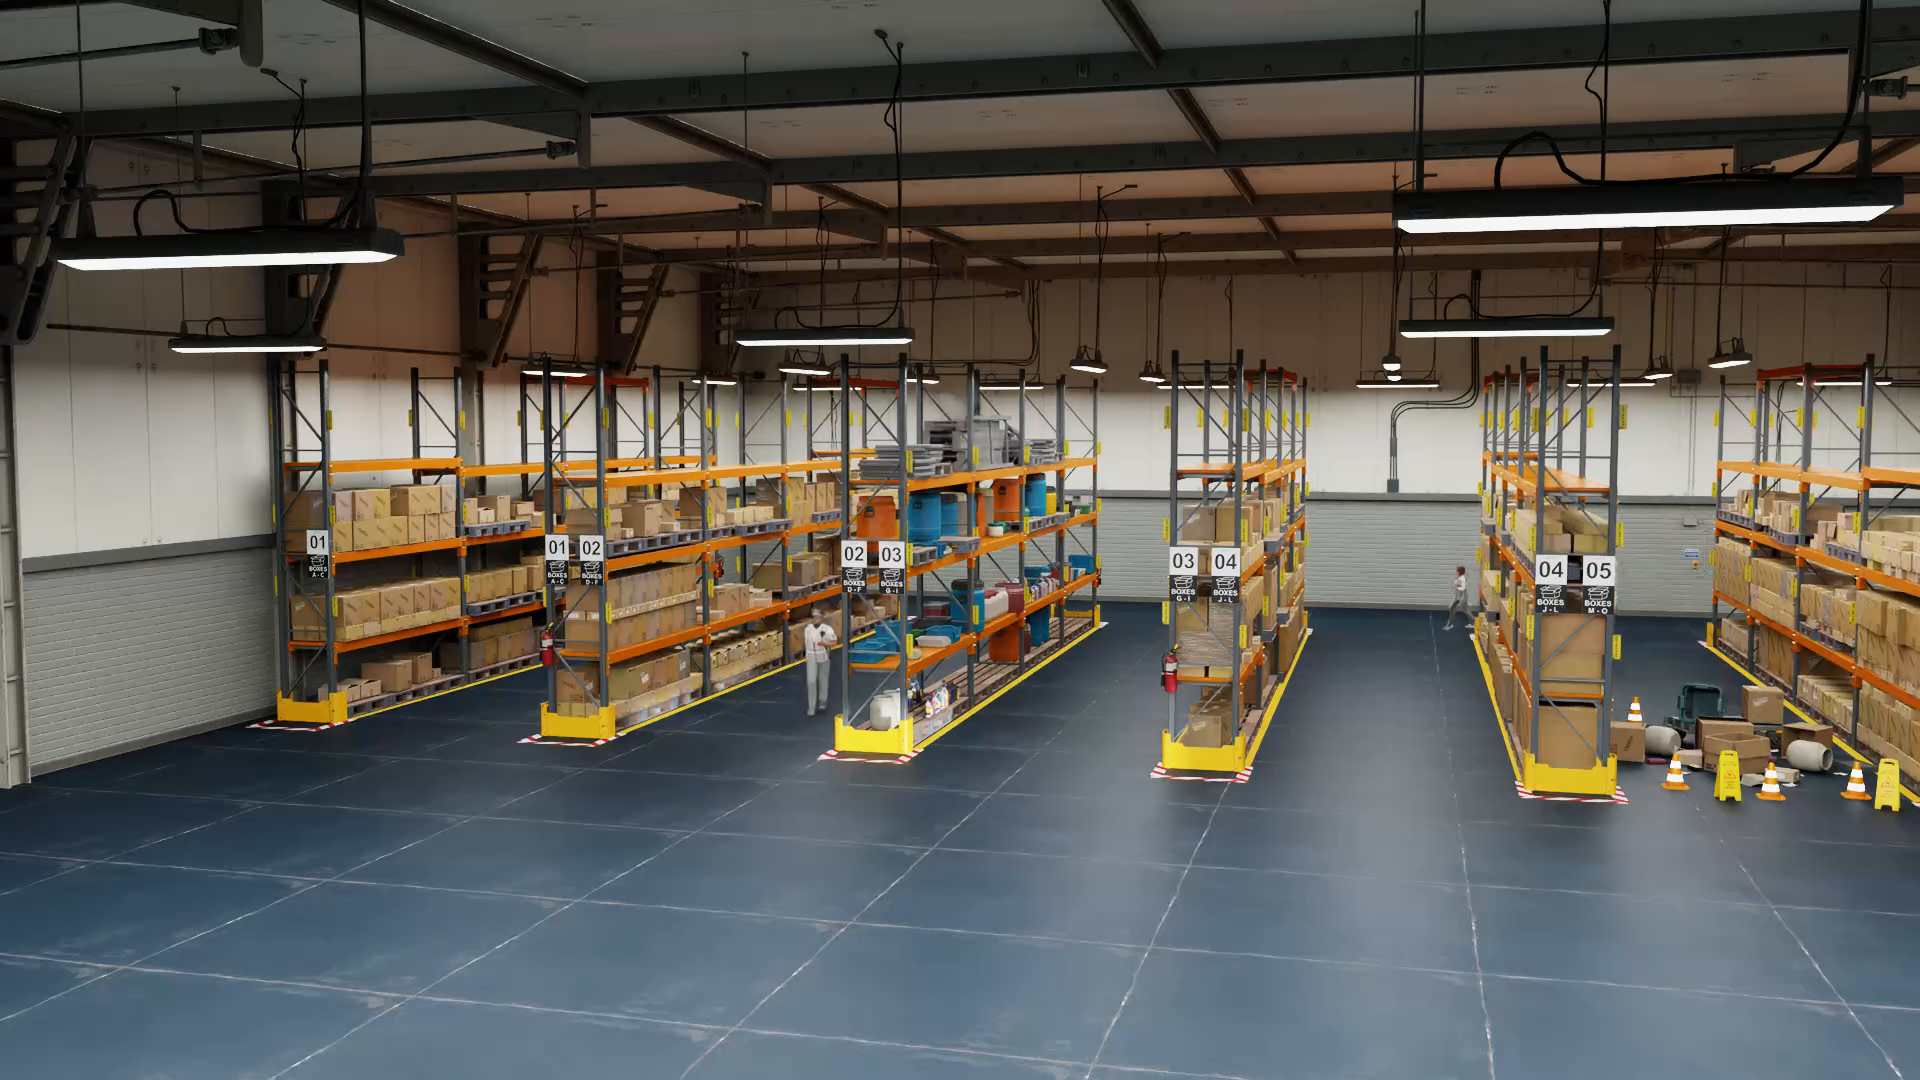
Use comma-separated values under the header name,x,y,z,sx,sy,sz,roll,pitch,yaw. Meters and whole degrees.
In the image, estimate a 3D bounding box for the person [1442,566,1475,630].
name,x,y,z,sx,sy,sz,roll,pitch,yaw
person,11.892,1.390,39.317,0.779,1.559,0.639,0,4,-2

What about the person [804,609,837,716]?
name,x,y,z,sx,sy,sz,roll,pitch,yaw
person,-2.396,2.093,28.437,0.626,1.863,0.800,0,4,6
